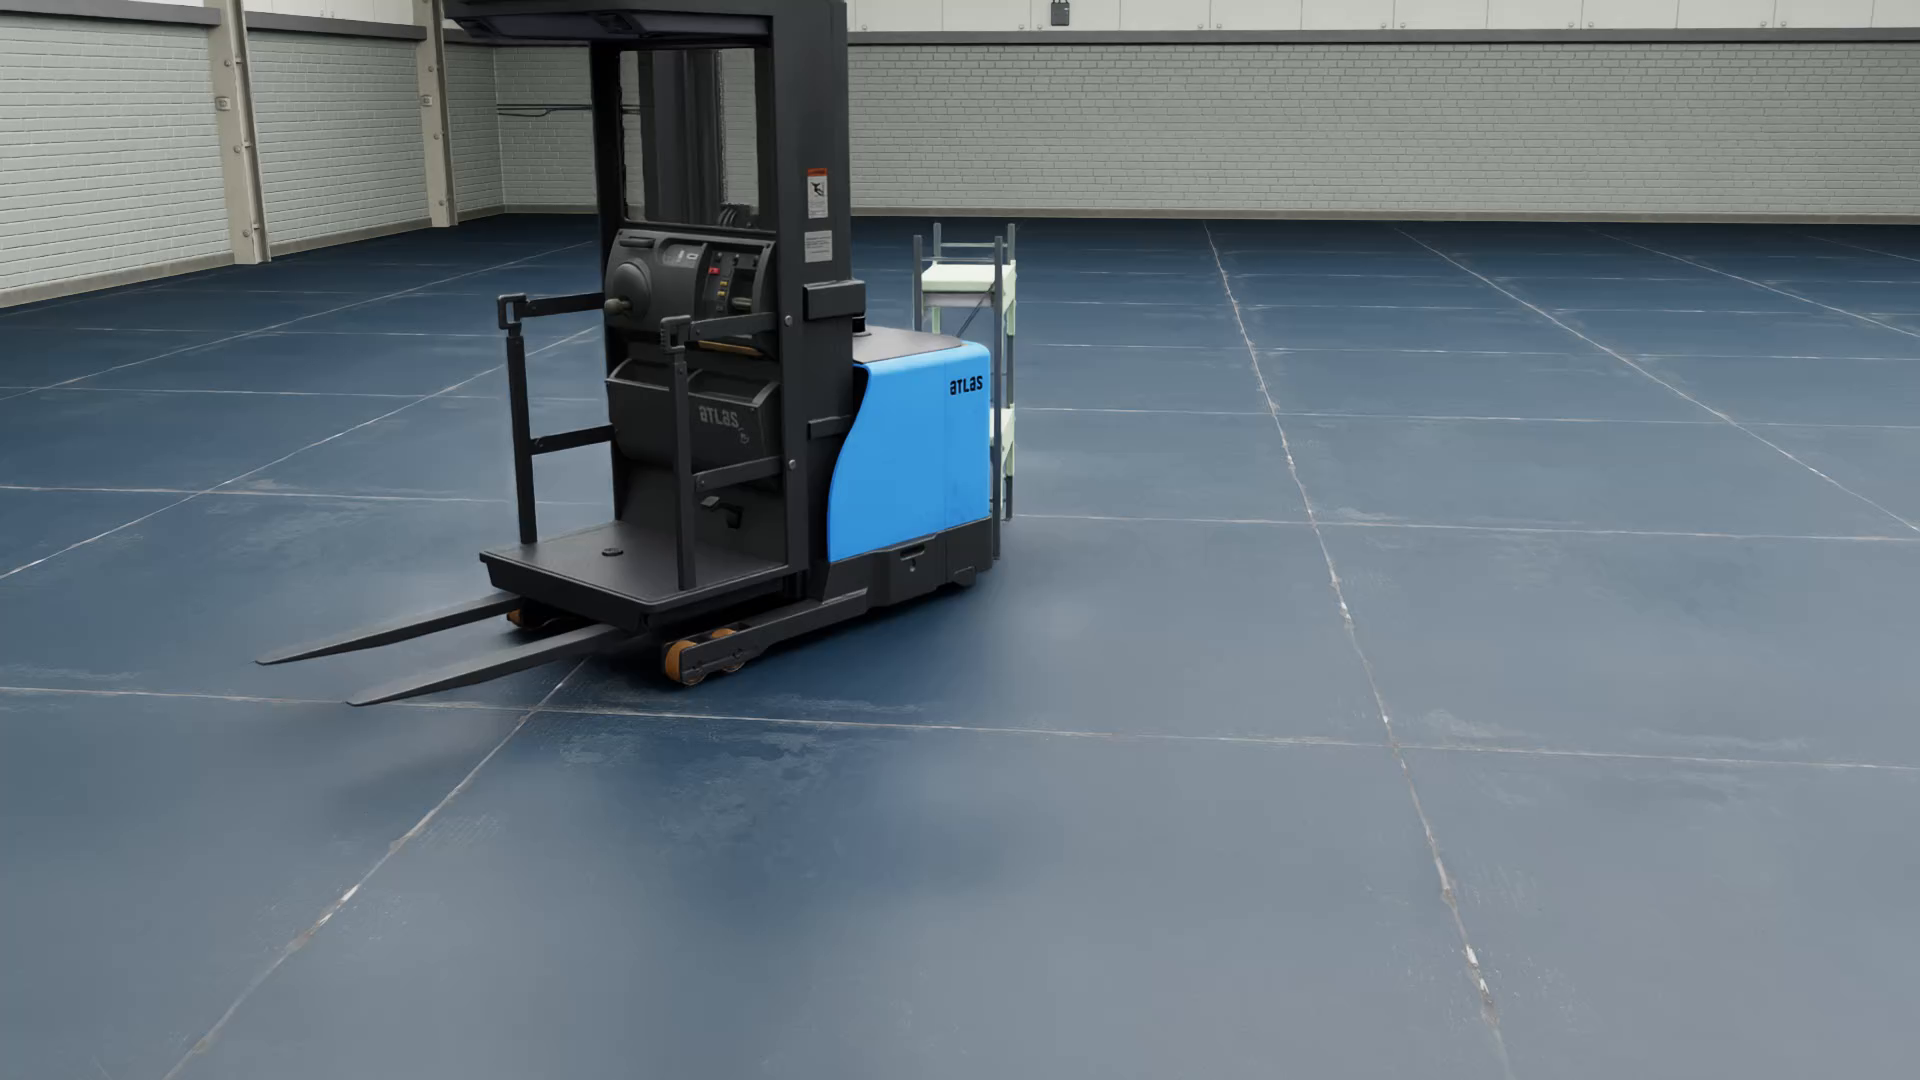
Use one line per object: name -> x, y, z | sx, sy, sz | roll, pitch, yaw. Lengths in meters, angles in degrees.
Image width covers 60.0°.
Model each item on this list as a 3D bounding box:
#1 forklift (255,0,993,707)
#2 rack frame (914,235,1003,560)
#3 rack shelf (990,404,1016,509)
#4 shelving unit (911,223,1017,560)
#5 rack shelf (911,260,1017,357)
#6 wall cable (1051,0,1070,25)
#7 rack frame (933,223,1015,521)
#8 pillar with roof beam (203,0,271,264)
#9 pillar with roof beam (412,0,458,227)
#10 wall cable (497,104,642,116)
forklift -> -1.201, -1.023, 6.330 | 1.130, 2.935, 3.031 | 13, 20, 39
rack frame -> -0.008, -0.640, 7.657 | 0.400, 1.500, 0.023 | 2, 15, 6
rack shelf -> 0.031, -0.421, 8.093 | 0.431, 0.370, 0.720 | 2, 15, 6
shelving unit -> 0.031, -0.735, 8.008 | 0.431, 1.500, 0.755 | 2, 15, 6
rack shelf -> 0.031, -1.112, 7.907 | 0.431, 0.370, 0.720 | 2, 15, 6
wall cable -> 2.677, -11.542, 27.094 | 2.305, 6.003, 0.169 | 2, 15, 6
rack frame -> 0.069, -0.830, 8.360 | 0.400, 1.500, 0.023 | 2, 15, 6
pillar with roof beam -> -4.800, -7.776, 19.681 | 9.100, 9.000, 0.400 | 2, 15, 6
pillar with roof beam -> -4.123, -9.333, 25.436 | 9.100, 9.000, 0.400 | 2, 15, 6
wall cable -> -6.754, -8.686, 28.992 | 3.097, 2.526, 0.112 | 2, 15, 6
